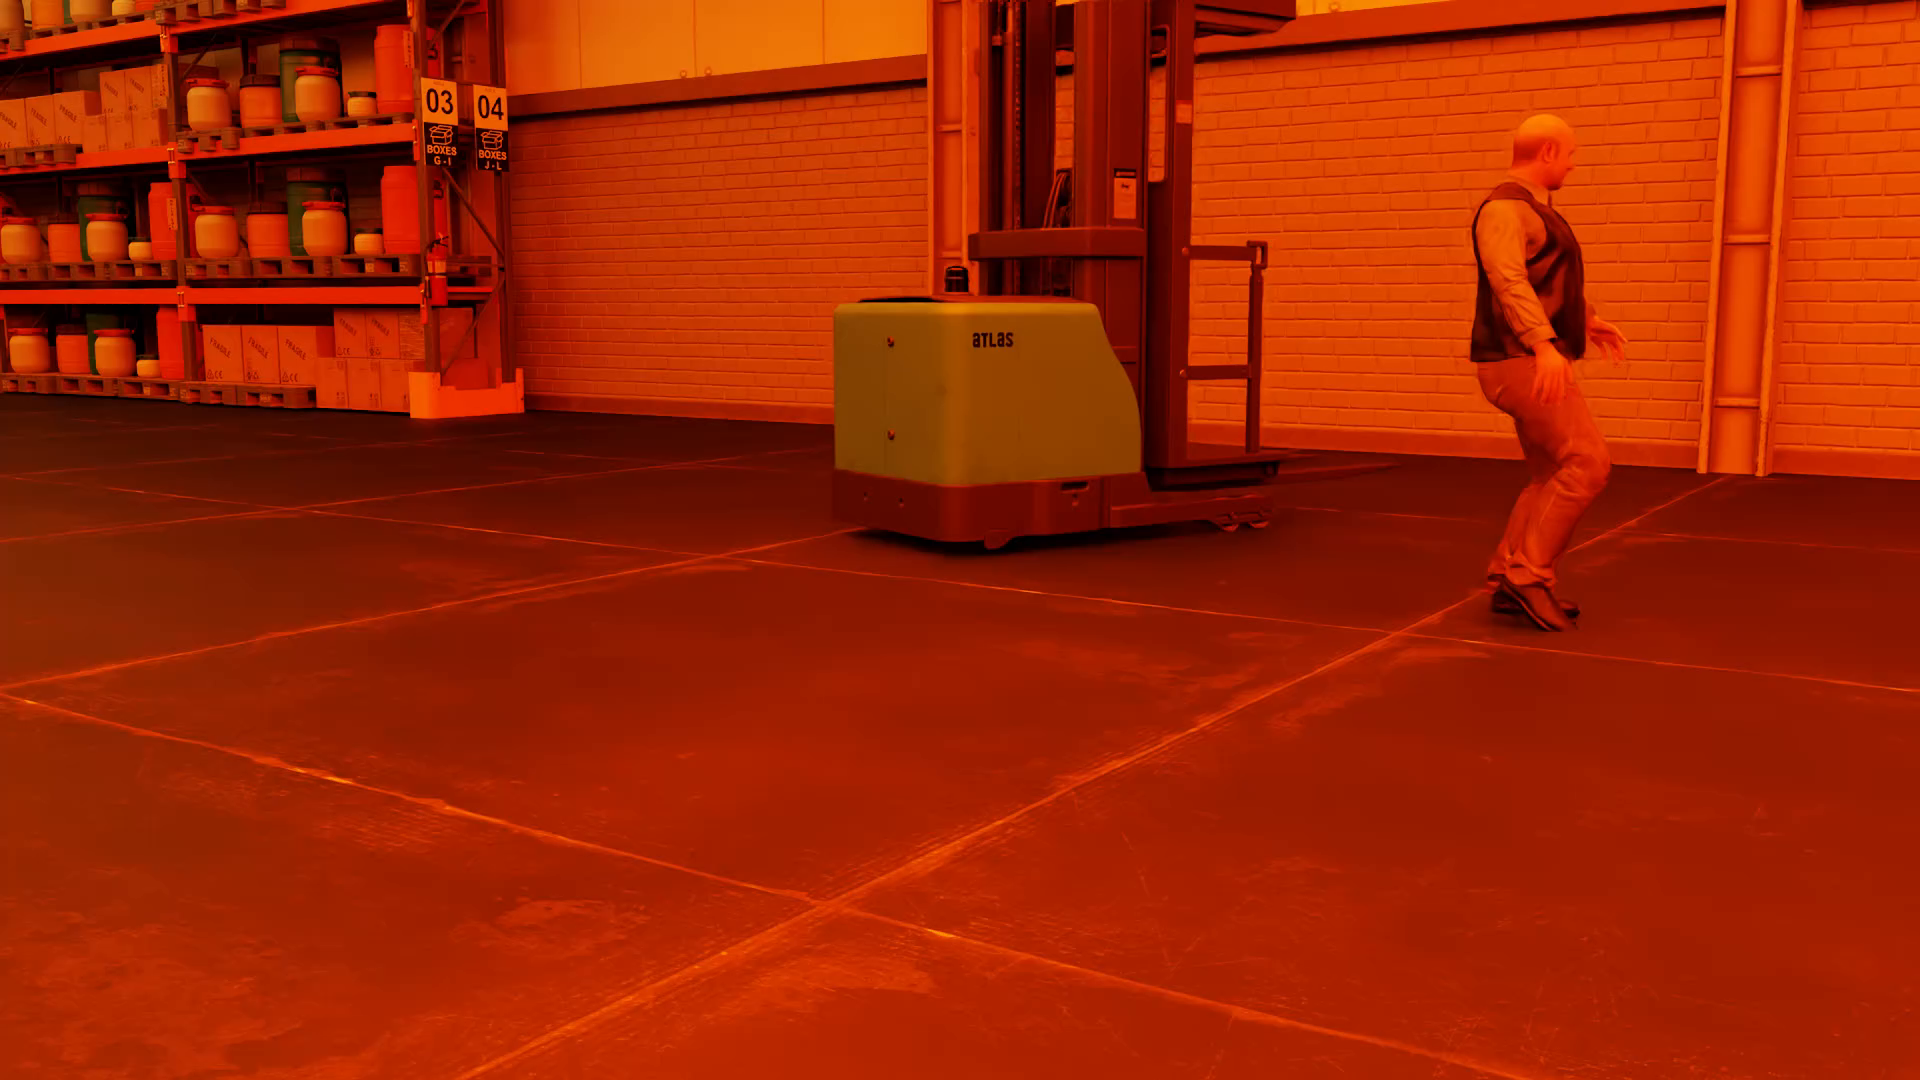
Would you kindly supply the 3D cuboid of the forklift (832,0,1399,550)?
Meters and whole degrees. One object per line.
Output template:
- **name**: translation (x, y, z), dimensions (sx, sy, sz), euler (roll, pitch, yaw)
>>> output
- **forklift**: translation (0.901, -1.546, 8.066), dimensions (3.031, 2.935, 1.130), euler (-6, 10, -35)

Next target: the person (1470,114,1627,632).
- **person**: translation (1.998, -0.559, 5.637), dimensions (0.497, 1.729, 0.843), euler (5, 10, 32)
